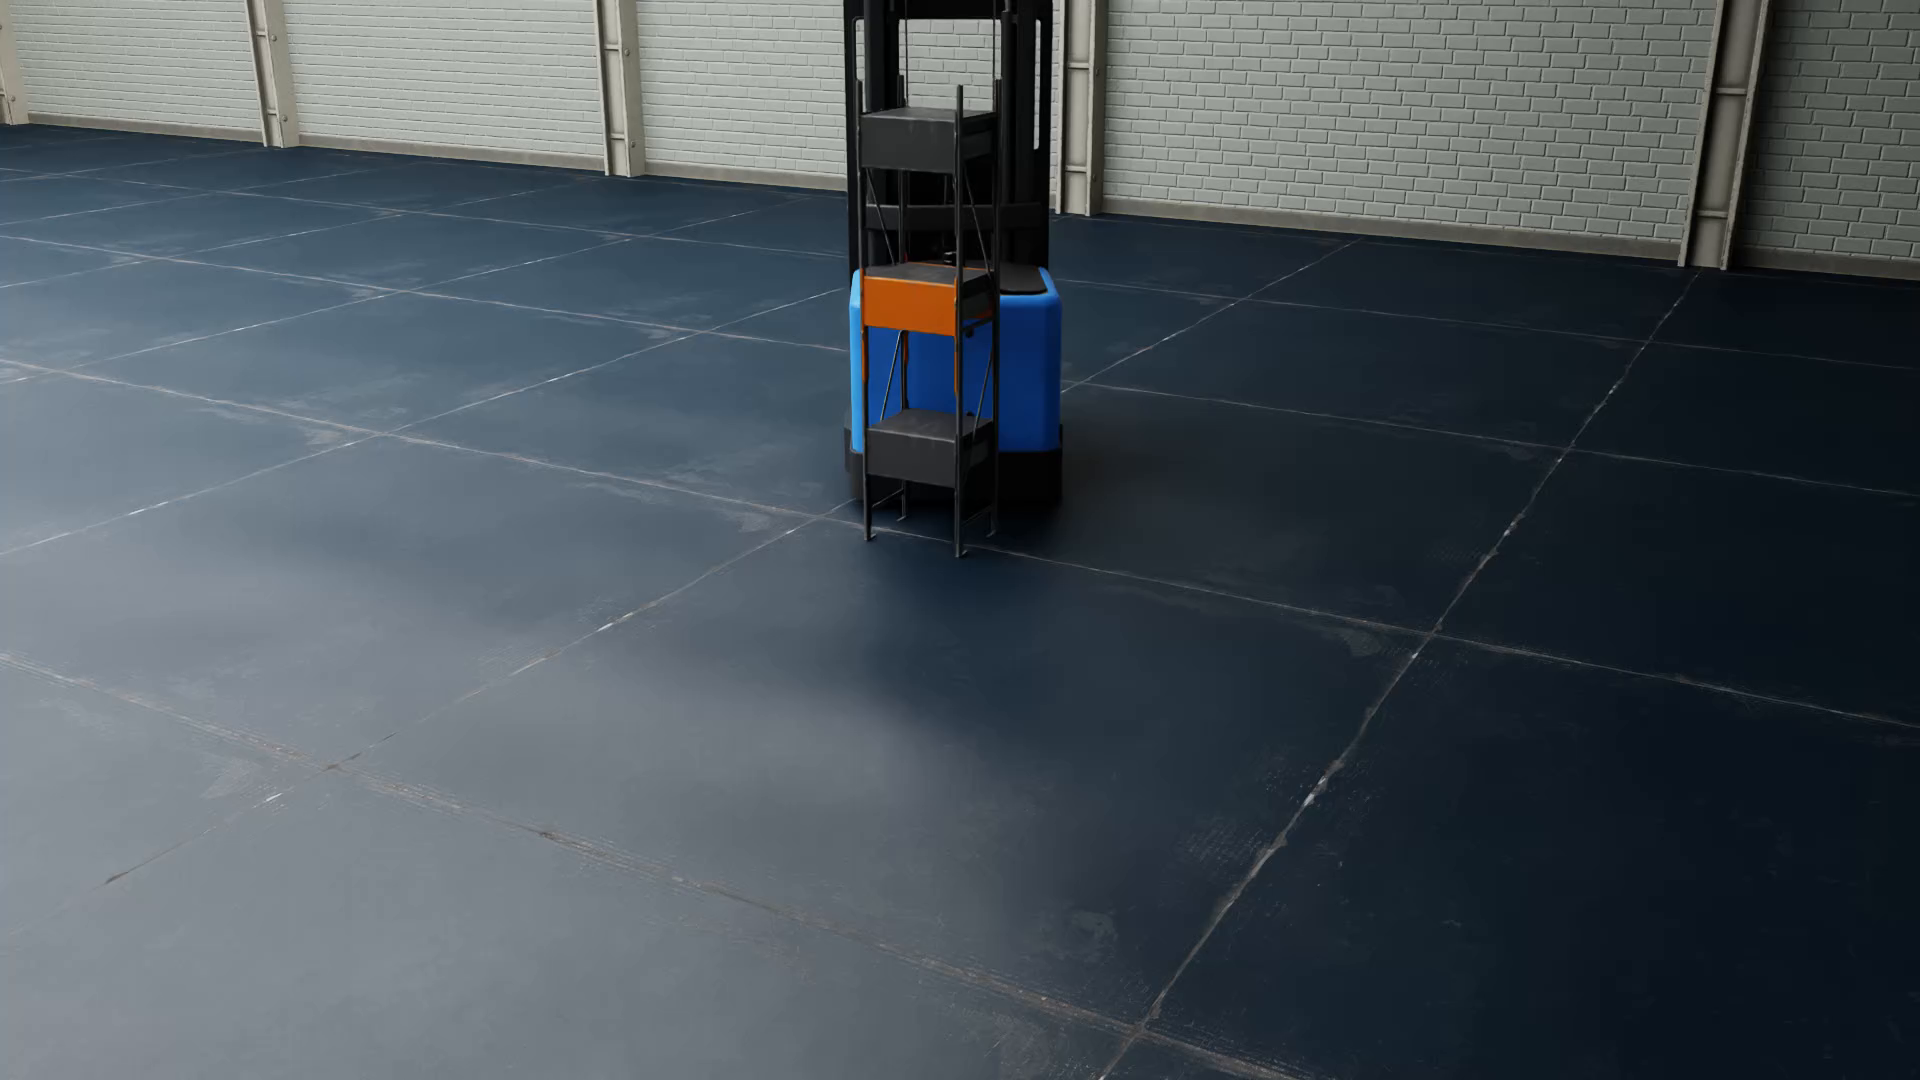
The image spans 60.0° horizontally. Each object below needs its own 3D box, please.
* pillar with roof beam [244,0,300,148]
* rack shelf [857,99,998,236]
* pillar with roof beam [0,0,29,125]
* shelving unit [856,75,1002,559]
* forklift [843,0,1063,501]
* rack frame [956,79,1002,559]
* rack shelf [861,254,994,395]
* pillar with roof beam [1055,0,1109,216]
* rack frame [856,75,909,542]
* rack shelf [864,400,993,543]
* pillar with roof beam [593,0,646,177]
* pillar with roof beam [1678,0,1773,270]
[{"bbox_3d":[-11.345,-8.331,17.636,0.400,9.000,9.100,11,23,27],"label":"pillar with roof beam"},{"bbox_3d":[-0.133,-1.645,7.306,0.480,0.518,0.431,10,22,26],"label":"rack shelf"},{"bbox_3d":[-16.583,-9.329,20.386,0.400,9.000,9.100,11,23,27],"label":"pillar with roof beam"},{"bbox_3d":[-0.134,-1.000,7.541,0.503,2.100,0.431,10,22,26],"label":"shelving unit"},{"bbox_3d":[-0.072,-2.024,9.147,1.130,2.935,3.031,-1,20,-2],"label":"forklift"},{"bbox_3d":[0.083,-0.961,7.435,0.015,2.100,0.400,10,22,26],"label":"rack frame"},{"bbox_3d":[-0.134,-0.987,7.546,0.480,0.518,0.431,10,22,26],"label":"rack shelf"},{"bbox_3d":[-0.868,-6.335,12.134,0.400,9.000,9.100,11,23,27],"label":"pillar with roof beam"},{"bbox_3d":[-0.350,-1.039,7.647,0.015,2.100,0.400,10,22,26],"label":"rack frame"},{"bbox_3d":[-0.134,-0.329,7.785,0.480,0.518,0.431,10,22,26],"label":"rack shelf"},{"bbox_3d":[-6.106,-7.333,14.885,0.400,9.000,9.100,11,23,27],"label":"pillar with roof beam"},{"bbox_3d":[4.370,-5.338,9.383,0.400,9.000,9.100,11,23,27],"label":"pillar with roof beam"}]
